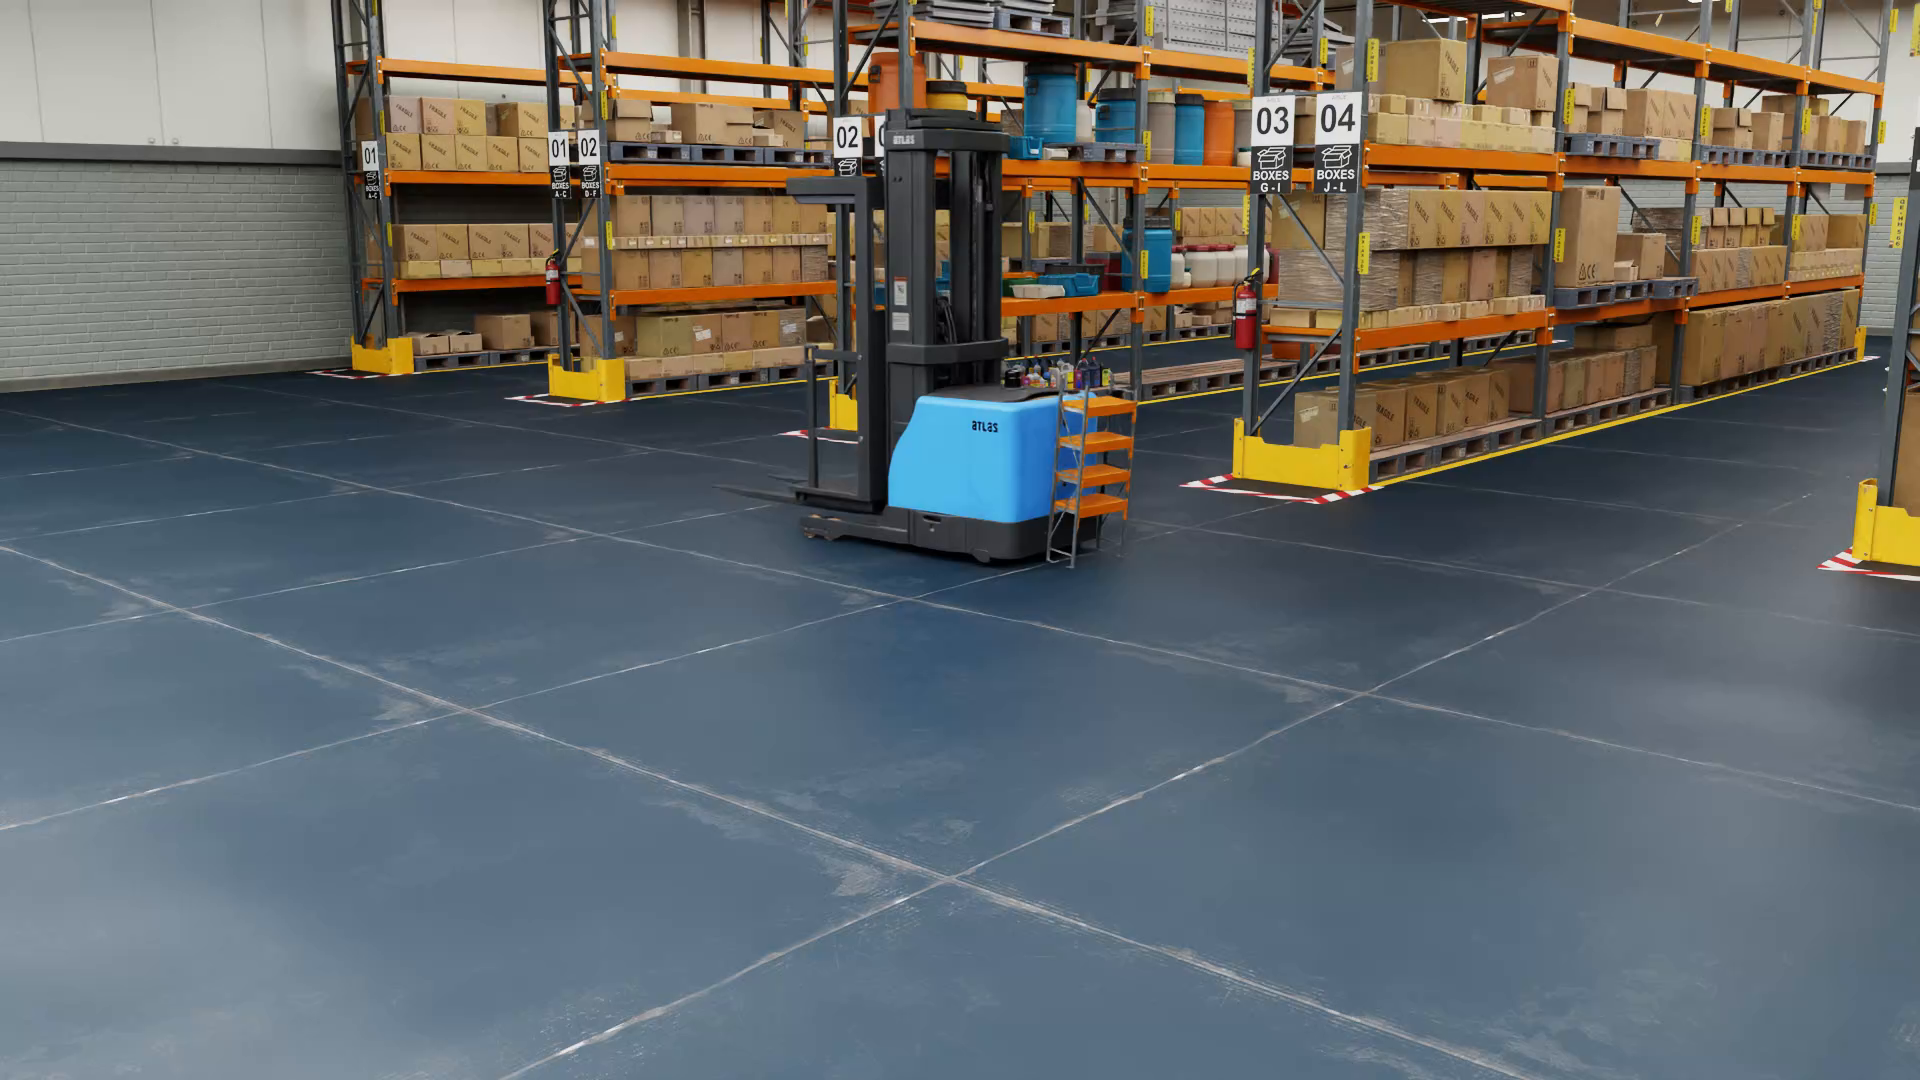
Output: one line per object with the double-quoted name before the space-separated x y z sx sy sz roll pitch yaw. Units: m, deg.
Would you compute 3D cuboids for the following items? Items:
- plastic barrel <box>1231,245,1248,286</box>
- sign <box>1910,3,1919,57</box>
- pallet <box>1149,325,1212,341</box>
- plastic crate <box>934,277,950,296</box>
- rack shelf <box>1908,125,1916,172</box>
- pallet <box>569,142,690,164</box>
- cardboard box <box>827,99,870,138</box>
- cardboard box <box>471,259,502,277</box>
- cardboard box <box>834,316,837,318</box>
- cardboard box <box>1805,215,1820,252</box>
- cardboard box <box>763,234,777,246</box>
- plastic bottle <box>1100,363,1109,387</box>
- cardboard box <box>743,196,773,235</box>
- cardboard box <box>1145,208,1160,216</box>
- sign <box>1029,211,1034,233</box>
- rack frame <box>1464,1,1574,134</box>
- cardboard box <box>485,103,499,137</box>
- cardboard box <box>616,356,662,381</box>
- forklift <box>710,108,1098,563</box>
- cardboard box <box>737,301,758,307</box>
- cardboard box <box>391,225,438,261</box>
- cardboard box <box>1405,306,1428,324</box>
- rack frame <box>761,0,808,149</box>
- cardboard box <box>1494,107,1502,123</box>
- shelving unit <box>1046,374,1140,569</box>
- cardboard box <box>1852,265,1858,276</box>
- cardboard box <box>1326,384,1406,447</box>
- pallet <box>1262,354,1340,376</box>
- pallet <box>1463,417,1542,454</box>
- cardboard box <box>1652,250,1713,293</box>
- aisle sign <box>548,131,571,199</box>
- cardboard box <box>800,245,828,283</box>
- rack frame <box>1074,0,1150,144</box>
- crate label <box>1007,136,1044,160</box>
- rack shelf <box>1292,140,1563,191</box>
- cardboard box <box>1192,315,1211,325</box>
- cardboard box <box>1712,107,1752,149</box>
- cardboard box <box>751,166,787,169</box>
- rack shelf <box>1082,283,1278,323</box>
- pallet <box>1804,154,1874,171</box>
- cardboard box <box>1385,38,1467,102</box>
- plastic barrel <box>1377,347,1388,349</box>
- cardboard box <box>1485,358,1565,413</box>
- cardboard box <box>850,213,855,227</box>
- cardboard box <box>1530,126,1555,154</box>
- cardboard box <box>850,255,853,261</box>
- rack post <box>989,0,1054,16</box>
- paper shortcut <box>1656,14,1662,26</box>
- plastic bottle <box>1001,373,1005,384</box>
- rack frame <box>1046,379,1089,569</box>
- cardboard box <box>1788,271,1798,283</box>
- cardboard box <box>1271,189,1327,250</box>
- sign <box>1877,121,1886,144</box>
"plastic barrel" 3.611 -3.590 21.743 0.421 0.512 0.421 0 11 0
"sign" 6.108 -3.241 10.565 0.100 0.325 0.005 10 15 40
"pallet" 3.784 -3.739 29.895 1.003 0.211 1.213 10 15 40
"plastic crate" -0.335 -2.734 18.119 0.499 0.251 0.408 10 15 40
"rack shelf" 7.827 -2.715 11.826 1.077 0.370 4.000 10 15 40
"pallet" -4.105 -4.769 20.496 1.003 0.211 1.213 10 15 40
"cardboard box" -1.514 -5.886 23.258 0.500 0.500 0.500 10 15 41
"cardboard box" -7.082 -4.000 24.410 0.500 0.250 0.500 9 15 39
"cardboard box" -1.561 -3.136 24.268 0.500 0.311 0.500 10 15 42
"cardboard box" 11.608 -4.274 23.158 0.500 0.500 0.500 10 15 40
"cardboard box" -2.643 -3.979 22.063 0.380 0.149 0.250 10 15 40
"plastic bottle" 1.697 -1.958 19.669 0.061 0.283 0.133 11 16 43
"cardboard box" -2.903 -4.300 22.014 0.700 0.500 0.500 10 15 40
"cardboard box" 3.469 -5.653 29.549 0.500 0.500 0.500 10 15 41
"sign" 1.108 -4.914 25.699 0.100 0.325 0.005 10 15 40
"rack frame" 5.488 -5.489 16.220 1.000 3.000 0.127 10 15 40
"cardboard box" -7.195 -6.222 24.687 0.500 0.500 0.500 10 15 40
"cardboard box" -4.071 -2.148 20.756 0.500 0.250 0.500 10 15 40
"forklift" -0.517 -1.499 11.733 3.031 2.935 1.130 9 14 38
"cardboard box" -3.898 -3.874 28.707 0.700 0.500 0.500 10 15 40
"cardboard box" -7.774 -4.216 23.577 0.500 0.500 0.500 10 15 40
"cardboard box" 3.890 -1.991 14.665 0.380 0.149 0.250 10 15 40
"rack frame" -3.034 -7.999 28.786 1.000 3.000 0.127 10 15 40
"cardboard box" 4.756 -3.907 15.322 0.380 0.149 0.250 11 15 42
"shelving unit" 0.867 -0.453 10.860 0.503 1.200 0.258 -11 21 -43
"cardboard box" 13.251 -4.056 25.004 0.380 0.149 0.250 10 15 41
"cardboard box" 3.641 -1.121 14.977 0.500 0.500 0.500 -7 13 -33
"pallet" 4.897 -2.530 23.841 1.003 0.211 1.213 10 15 40
"pallet" 5.071 -1.077 16.563 1.003 0.211 1.213 10 15 40
"cardboard box" 8.653 -3.221 19.926 0.500 0.500 0.500 10 15 42
"aisle sign" -4.856 -4.544 20.164 0.394 0.787 0.004 10 15 40
"cardboard box" -2.239 -3.812 22.882 0.700 0.500 0.500 9 15 39
"rack frame" 1.767 -6.130 19.426 1.000 3.000 0.127 10 15 40
"crate label" 0.610 -4.230 17.953 0.502 0.251 0.408 10 15 40
"rack shelf" 4.167 -3.372 15.111 1.077 0.370 4.000 10 15 40
"cardboard box" 4.333 -3.995 30.163 0.380 0.166 0.250 10 15 40
"cardboard box" 9.461 -5.167 20.928 0.797 0.503 0.637 10 15 40
"cardboard box" -3.307 -6.354 28.381 0.500 0.311 0.500 10 15 40
"rack shelf" 3.087 -3.129 21.558 1.077 0.370 4.000 10 15 40
"pallet" 12.927 -5.630 24.809 1.003 0.211 1.213 10 15 40
"cardboard box" 4.030 -4.054 14.398 0.500 0.500 0.500 10 15 40
"plastic barrel" 6.209 -3.360 25.160 0.600 0.901 0.708 10 15 40
"cardboard box" 5.909 -1.625 17.448 0.700 0.500 0.500 8 14 36
"cardboard box" -2.187 -5.742 29.823 0.500 0.250 0.500 9 15 40
"cardboard box" 5.383 -3.844 16.024 0.500 0.250 0.500 11 15 42
"cardboard box" -2.158 -5.079 30.075 0.380 0.149 0.250 10 15 40
"rack post" 0.382 -5.793 17.935 0.937 0.300 0.954 9 15 39
"paper shortcut" 8.605 -6.408 20.466 0.009 0.170 0.078 23 -8 37
"plastic bottle" 0.514 -1.839 19.284 0.097 0.201 0.097 0 11 0
"rack frame" 0.690 -0.419 10.695 0.015 1.200 0.240 -11 21 -43
"cardboard box" 11.214 -3.602 22.728 0.380 0.149 0.250 10 15 40
"cardboard box" 3.025 -2.757 14.290 0.500 0.500 0.500 10 15 40
"sign" 13.807 -6.107 24.913 0.100 0.325 0.005 10 15 40
